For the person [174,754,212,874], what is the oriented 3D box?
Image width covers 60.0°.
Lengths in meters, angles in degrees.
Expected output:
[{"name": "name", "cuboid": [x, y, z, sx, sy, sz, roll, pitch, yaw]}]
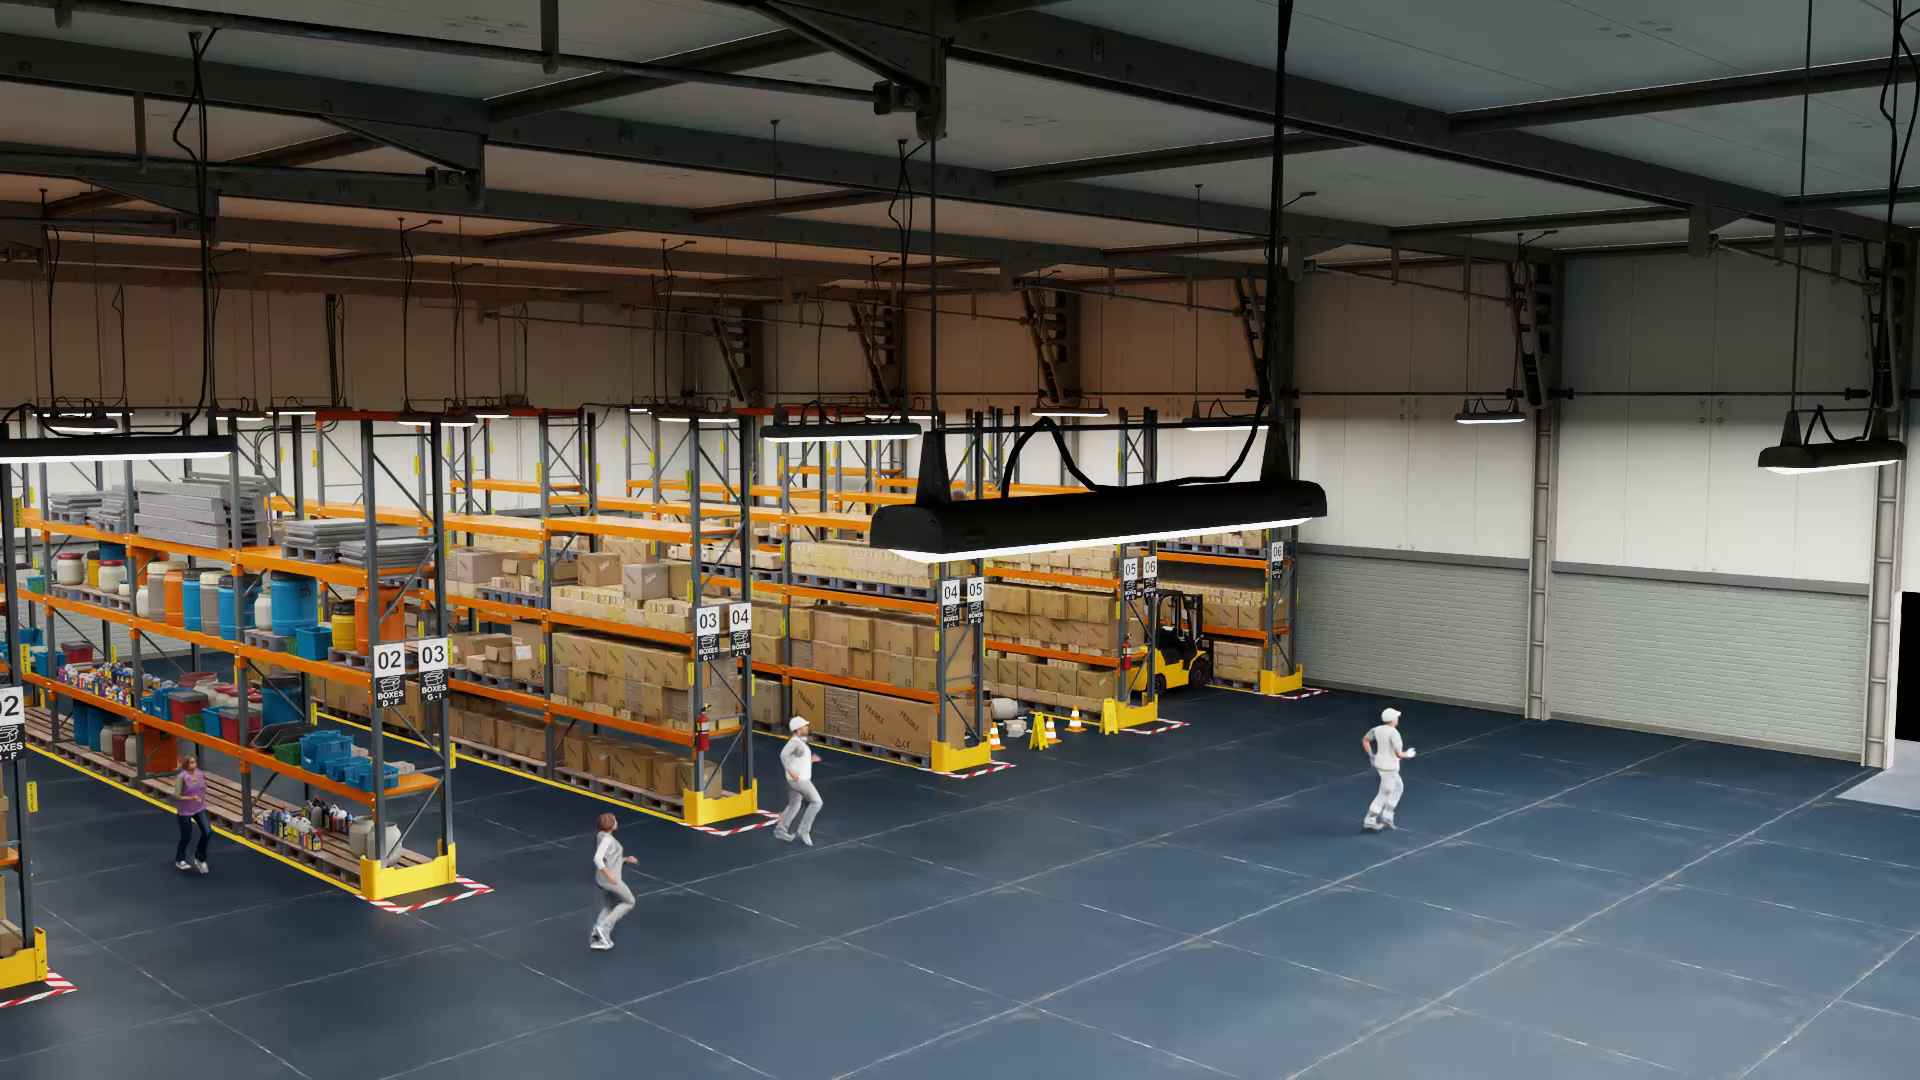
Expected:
[{"name": "person", "cuboid": [-10.093, 3.608, 21.865, 0.711, 1.625, 0.490, 4, 6, 36]}]

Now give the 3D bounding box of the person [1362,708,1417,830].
[{"name": "person", "cuboid": [6.186, 3.330, 23.972, 0.749, 1.825, 0.635, -1, 5, -10]}]

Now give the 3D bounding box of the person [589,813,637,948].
[{"name": "person", "cuboid": [-3.945, 3.877, 18.917, 0.576, 1.550, 0.518, -2, 6, -26]}]

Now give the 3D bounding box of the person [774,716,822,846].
[{"name": "person", "cuboid": [-2.292, 3.385, 23.462, 0.669, 1.797, 0.657, -1, 5, -10]}]
